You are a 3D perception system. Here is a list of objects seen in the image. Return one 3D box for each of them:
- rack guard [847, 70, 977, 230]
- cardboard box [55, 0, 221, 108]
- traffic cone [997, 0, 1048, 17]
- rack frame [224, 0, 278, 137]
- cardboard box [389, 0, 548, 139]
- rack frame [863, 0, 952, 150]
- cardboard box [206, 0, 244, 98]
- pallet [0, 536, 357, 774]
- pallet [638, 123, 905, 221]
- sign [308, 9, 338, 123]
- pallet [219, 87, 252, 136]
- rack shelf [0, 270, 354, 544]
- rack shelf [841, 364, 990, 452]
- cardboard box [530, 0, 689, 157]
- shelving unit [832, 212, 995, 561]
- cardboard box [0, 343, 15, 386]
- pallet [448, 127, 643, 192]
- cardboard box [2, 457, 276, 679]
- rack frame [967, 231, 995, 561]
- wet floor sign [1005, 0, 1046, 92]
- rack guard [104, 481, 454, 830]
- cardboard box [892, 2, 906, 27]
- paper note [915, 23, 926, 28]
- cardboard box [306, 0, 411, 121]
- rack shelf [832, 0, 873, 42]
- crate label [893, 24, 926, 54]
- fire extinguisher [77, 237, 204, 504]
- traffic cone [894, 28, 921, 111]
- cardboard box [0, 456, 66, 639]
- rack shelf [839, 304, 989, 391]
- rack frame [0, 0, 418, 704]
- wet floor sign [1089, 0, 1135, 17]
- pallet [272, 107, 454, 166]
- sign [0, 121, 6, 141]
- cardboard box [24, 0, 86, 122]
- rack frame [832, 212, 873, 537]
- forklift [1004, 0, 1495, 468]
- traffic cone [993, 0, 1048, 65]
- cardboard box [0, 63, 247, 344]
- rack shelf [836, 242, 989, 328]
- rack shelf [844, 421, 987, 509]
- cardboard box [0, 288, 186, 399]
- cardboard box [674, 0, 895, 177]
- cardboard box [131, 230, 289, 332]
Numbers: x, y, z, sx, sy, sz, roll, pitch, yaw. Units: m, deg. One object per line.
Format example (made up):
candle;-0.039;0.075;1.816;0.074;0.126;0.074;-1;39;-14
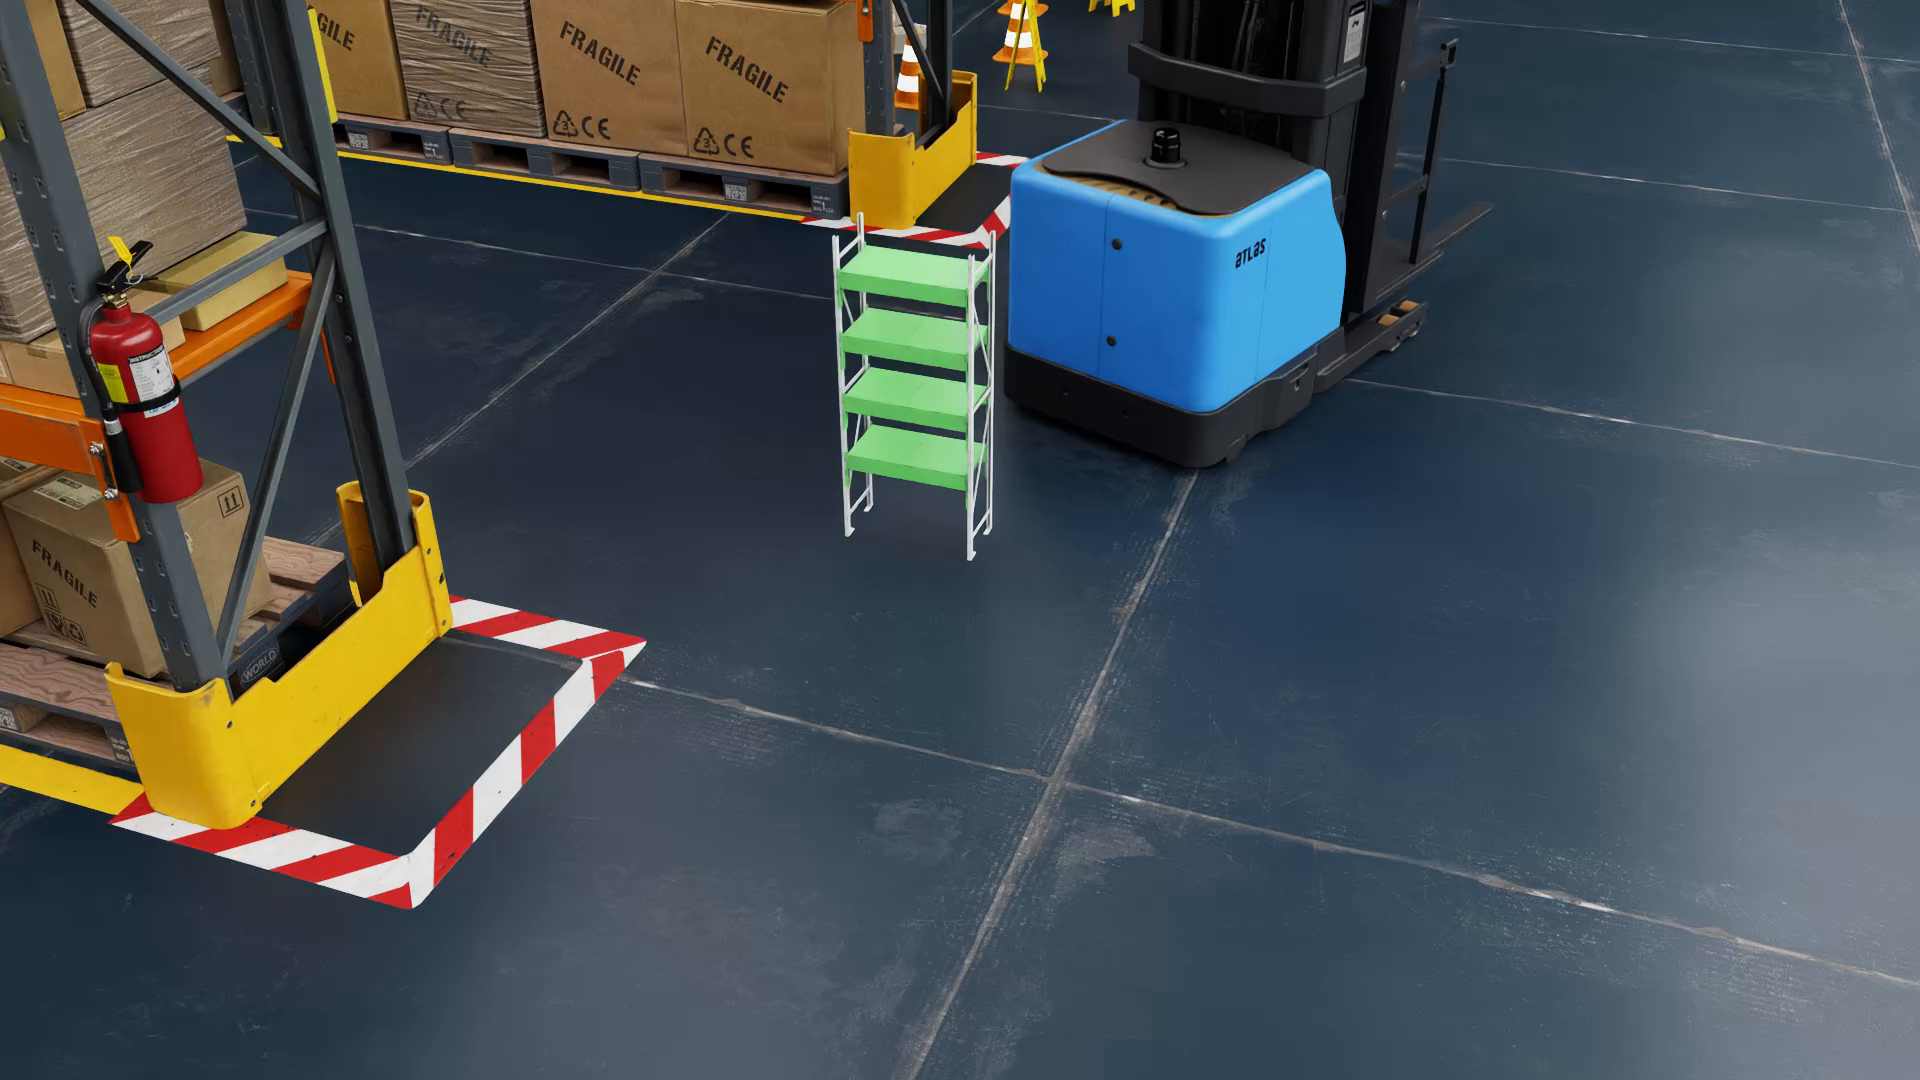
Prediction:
rack guard;-0.245;-2.168;9.146;0.348;0.500;1.175;11;34;16
cardboard box;-2.462;-1.535;4.574;0.500;0.500;0.500;11;34;16
traffic cone;0.467;-4.122;12.208;0.334;0.463;0.336;11;34;16
rack frame;-4.033;-3.954;9.609;0.127;3.000;1.000;11;34;16
cardboard box;-2.615;-2.924;9.585;0.875;0.875;0.875;11;35;17
rack frame;-0.268;-3.222;8.475;0.127;3.000;1.000;11;34;16
cardboard box;-4.648;-3.253;10.210;0.750;0.750;1.050;11;34;16
pallet;-2.860;0.283;5.617;1.213;0.211;1.003;11;34;16
pallet;-1.047;-2.157;9.396;1.213;0.211;1.003;11;34;16
sign;-1.853;-1.349;4.775;0.005;0.325;0.100;11;34;16
pallet;-4.785;-2.885;10.524;1.213;0.211;1.003;11;34;16
rack shelf;-3.919;-0.772;5.343;4.000;0.370;1.077;11;34;16
rack shelf;-0.156;-0.481;6.006;0.480;0.148;0.258;11;34;16
cardboard box;-1.757;-2.756;9.325;0.875;0.875;0.875;10;34;16
shelving unit;-0.156;-0.534;5.971;0.503;1.200;0.258;11;34;16
cardboard box;-2.609;-0.595;4.638;0.250;0.149;0.380;11;34;16
pallet;-2.191;-2.381;9.743;1.213;0.211;1.003;11;34;16
cardboard box;-2.618;0.043;5.335;0.500;0.500;0.500;18;37;25
rack frame;0.074;-0.490;5.902;0.015;1.200;0.240;11;34;16
wet floor sign;0.428;-3.239;10.671;0.232;0.644;0.267;5;33;8
rack guard;-2.108;0.328;5.281;0.348;0.500;1.175;11;34;16
cardboard box;-0.607;-3.779;11.966;0.380;0.149;0.250;-25;40;-33
paper note;-0.254;-3.677;11.918;0.142;0.019;0.148;0;33;0
cardboard box;-3.465;-3.087;9.838;0.875;0.875;0.875;12;35;17
rack shelf;-2.150;-3.286;9.237;4.000;0.370;1.077;11;34;16
crate label;-0.348;-3.469;11.496;0.298;0.136;0.250;-6;33;-9
fire extinguisher;-2.084;-0.419;4.205;0.183;0.674;0.296;11;34;16
traffic cone;-0.288;-2.979;10.437;0.334;0.463;0.336;11;34;16
cardboard box;-3.192;-0.049;5.478;0.500;0.500;0.500;21;38;29
rack shelf;-0.156;-0.682;5.876;0.480;0.148;0.258;11;34;16
rack frame;-2.036;-0.708;4.581;0.127;3.000;1.000;11;34;16
wet floor sign;1.125;-4.198;12.157;0.232;0.644;0.267;24;40;32
pallet;-3.344;-2.603;10.088;1.213;0.211;1.003;11;34;16
sign;-2.242;-1.047;3.748;0.005;0.325;0.100;11;34;16
cardboard box;-2.637;-1.269;4.163;0.500;0.500;0.500;11;34;16
rack frame;-0.386;-0.579;6.041;0.015;1.200;0.240;11;34;16
forklift;1.512;-2.246;7.027;1.130;2.935;3.031;24;40;32
traffic cone;0.413;-3.493;11.234;0.334;0.463;0.336;11;34;16
cardboard box;-2.544;-0.990;4.651;0.500;0.500;0.875;11;34;16
rack shelf;-0.156;-0.884;5.746;0.480;0.148;0.258;11;34;16
rack shelf;-0.156;-0.279;6.136;0.480;0.148;0.258;11;34;16
cardboard box;-2.374;-0.549;4.567;0.250;0.149;0.380;11;34;16
cardboard box;-0.928;-2.596;9.077;0.875;0.875;0.875;11;35;17
cardboard box;-2.224;-0.776;4.919;0.250;0.149;0.380;11;34;16
